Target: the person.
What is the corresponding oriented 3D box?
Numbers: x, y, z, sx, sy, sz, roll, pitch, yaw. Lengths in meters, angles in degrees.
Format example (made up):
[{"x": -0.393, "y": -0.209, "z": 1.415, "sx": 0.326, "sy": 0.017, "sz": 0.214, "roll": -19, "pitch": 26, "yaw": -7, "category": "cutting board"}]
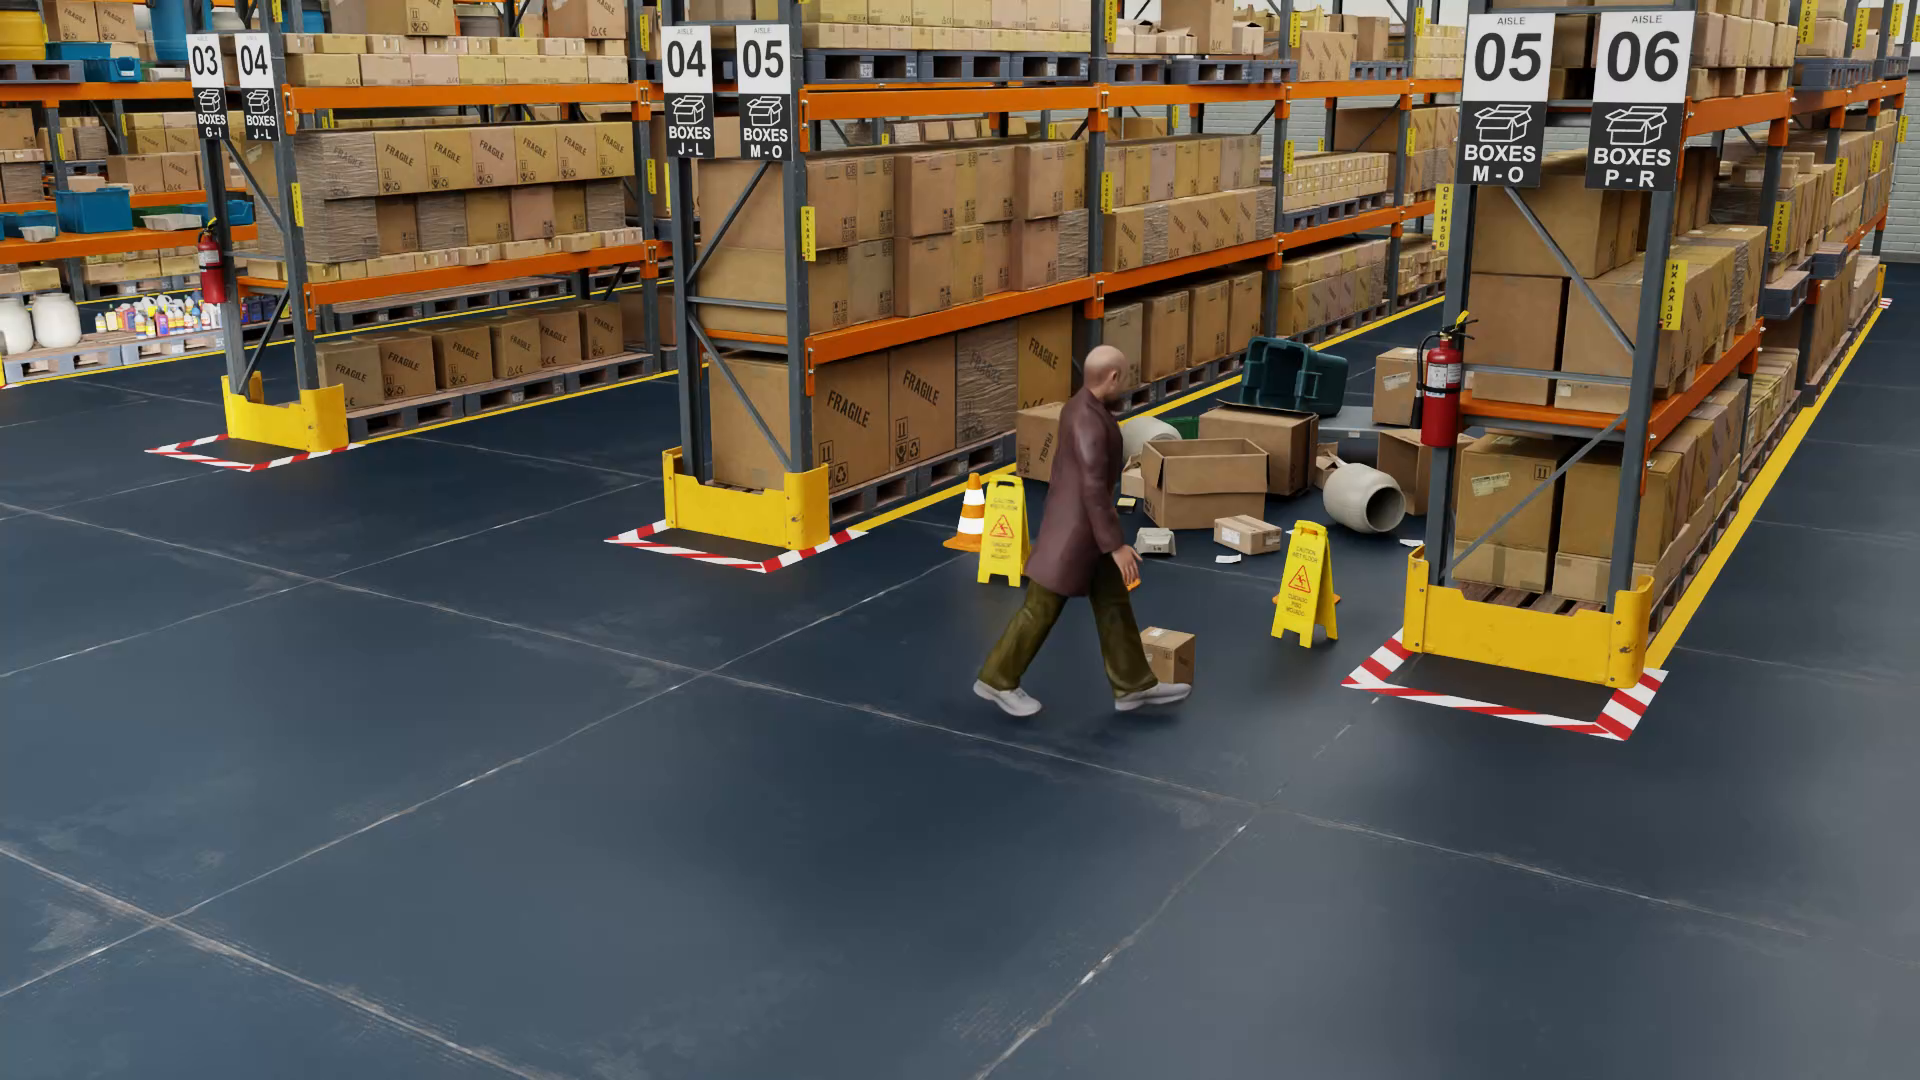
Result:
[{"x": 0.573, "y": -0.025, "z": 7.649, "sx": 1.035, "sy": 1.736, "sz": 0.641, "roll": 2, "pitch": 16, "yaw": 8, "category": "person"}]
